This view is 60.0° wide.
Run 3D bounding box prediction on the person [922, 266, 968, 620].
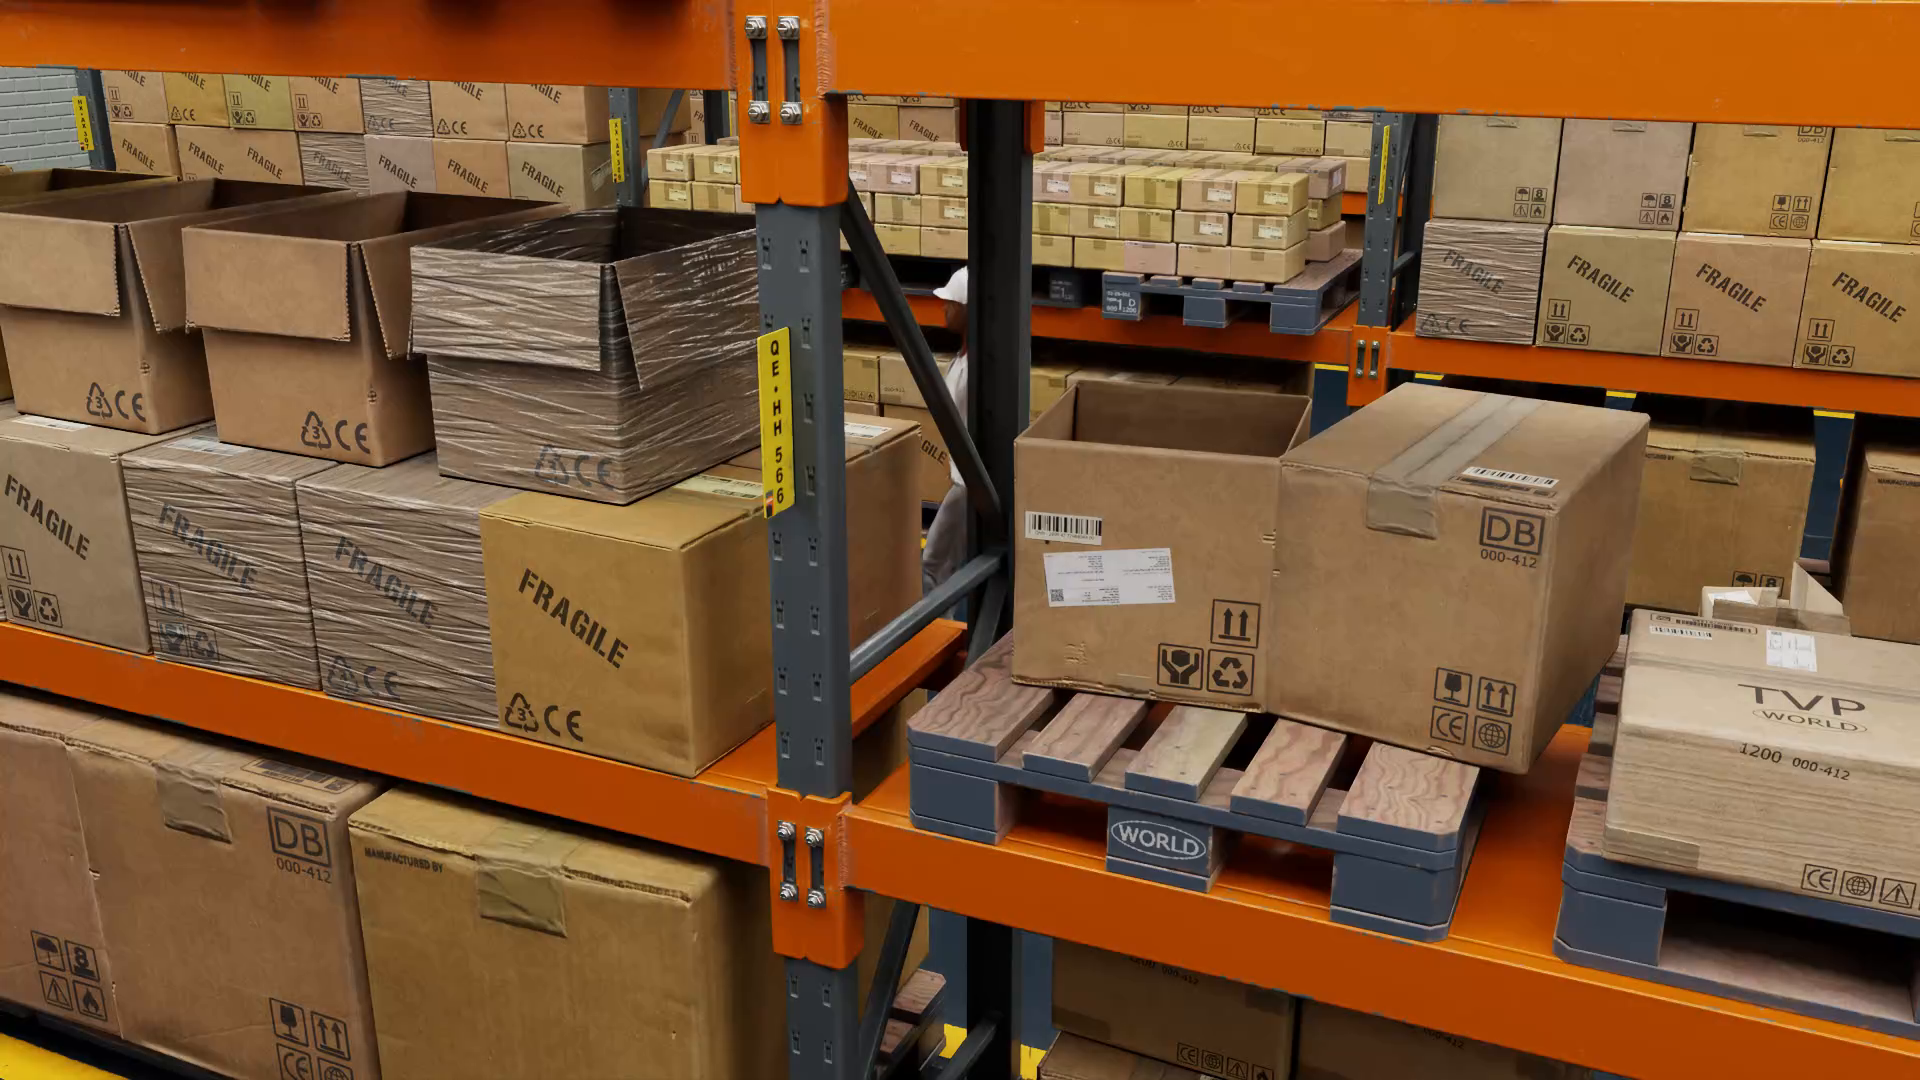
[{"bbox_3d":[0.129,-0.269,6.847,1.045,1.725,0.597,3,19,9],"label":"person"}]
